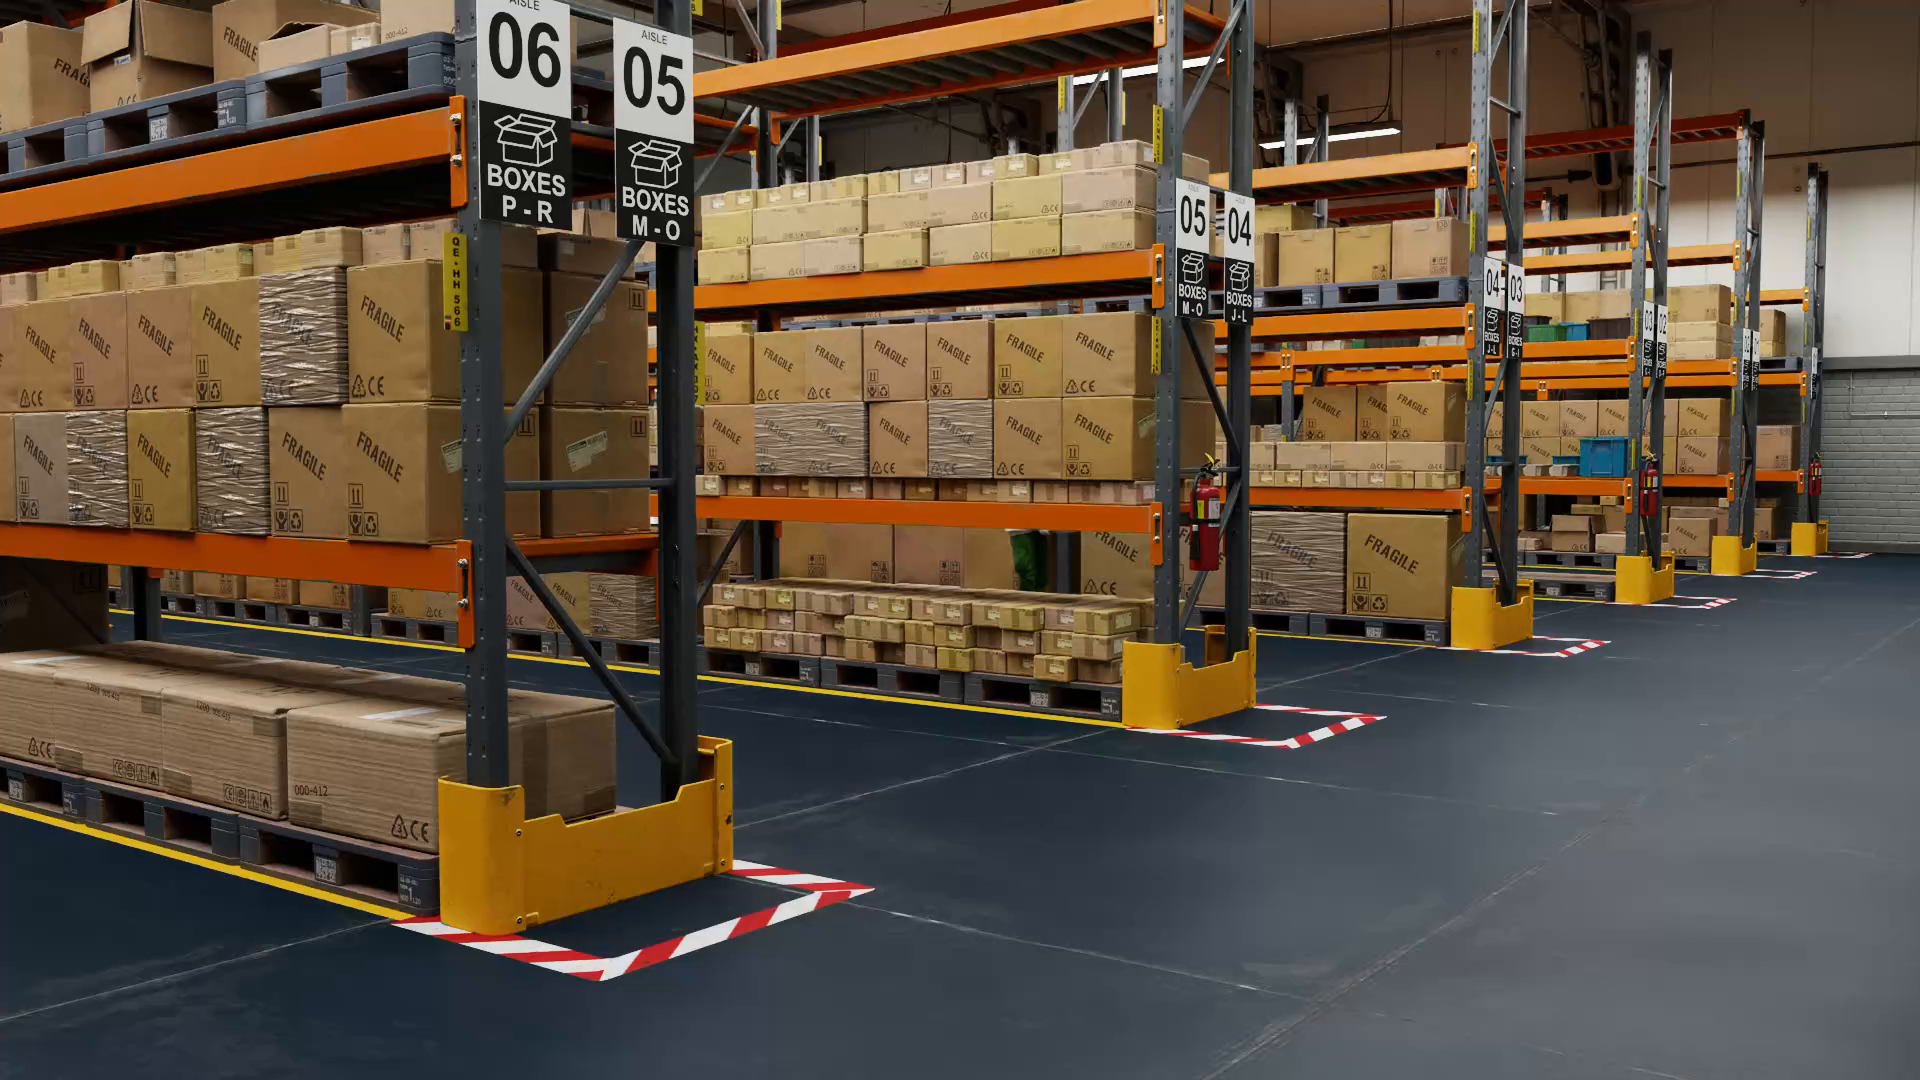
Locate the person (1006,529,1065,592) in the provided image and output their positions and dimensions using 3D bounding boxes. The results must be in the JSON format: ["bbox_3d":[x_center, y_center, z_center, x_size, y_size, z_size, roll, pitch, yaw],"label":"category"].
[{"bbox_3d":[0.677,-0.040,14.412,0.563,1.782,0.493,2,4,37],"label":"person"}]
